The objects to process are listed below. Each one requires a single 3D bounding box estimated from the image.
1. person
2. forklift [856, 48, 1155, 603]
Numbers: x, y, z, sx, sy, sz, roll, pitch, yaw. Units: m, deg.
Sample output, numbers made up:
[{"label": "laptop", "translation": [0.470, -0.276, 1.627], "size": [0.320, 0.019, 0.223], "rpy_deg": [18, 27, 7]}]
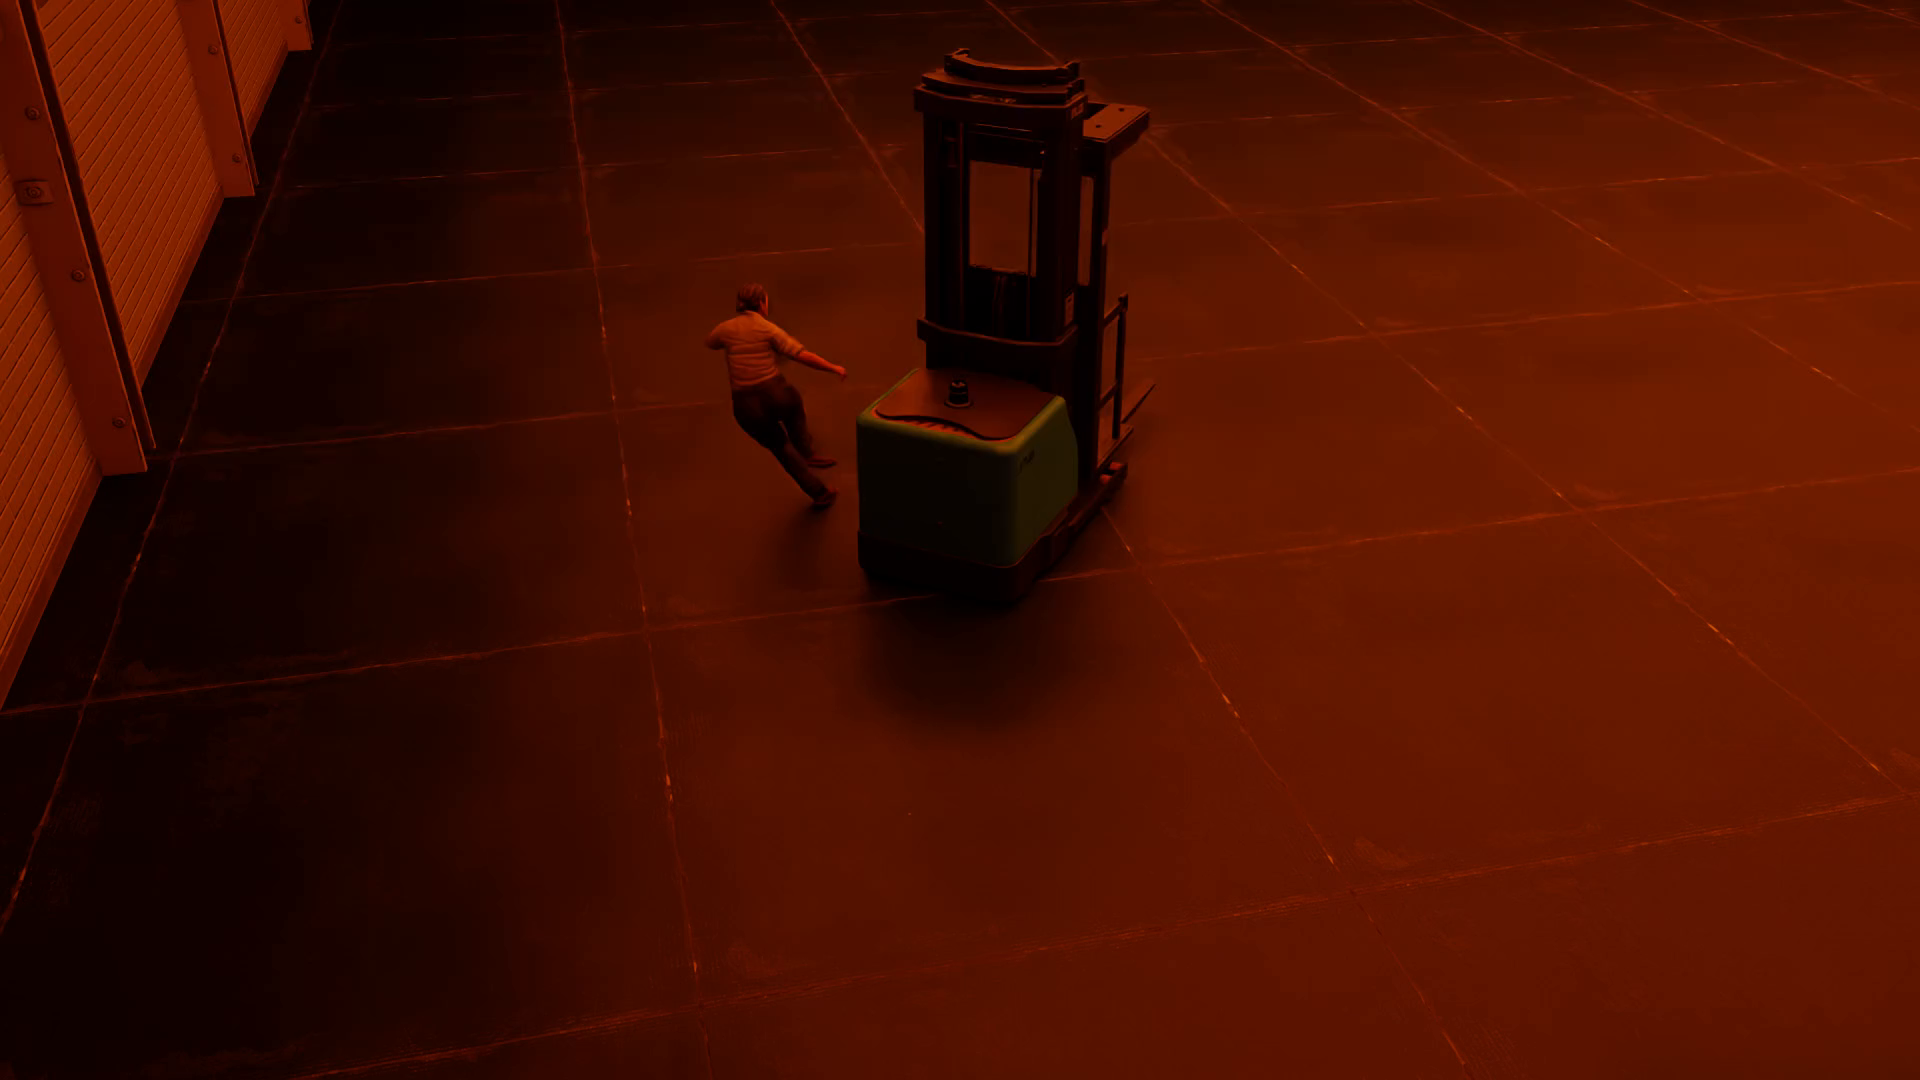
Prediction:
[{"label": "person", "translation": [-1.183, -0.965, 10.792], "size": [0.913, 1.414, 0.853], "rpy_deg": [-2, 30, -3]}, {"label": "forklift", "translation": [0.468, -1.619, 10.371], "size": [1.130, 2.935, 3.031], "rpy_deg": [13, 33, 22]}]
